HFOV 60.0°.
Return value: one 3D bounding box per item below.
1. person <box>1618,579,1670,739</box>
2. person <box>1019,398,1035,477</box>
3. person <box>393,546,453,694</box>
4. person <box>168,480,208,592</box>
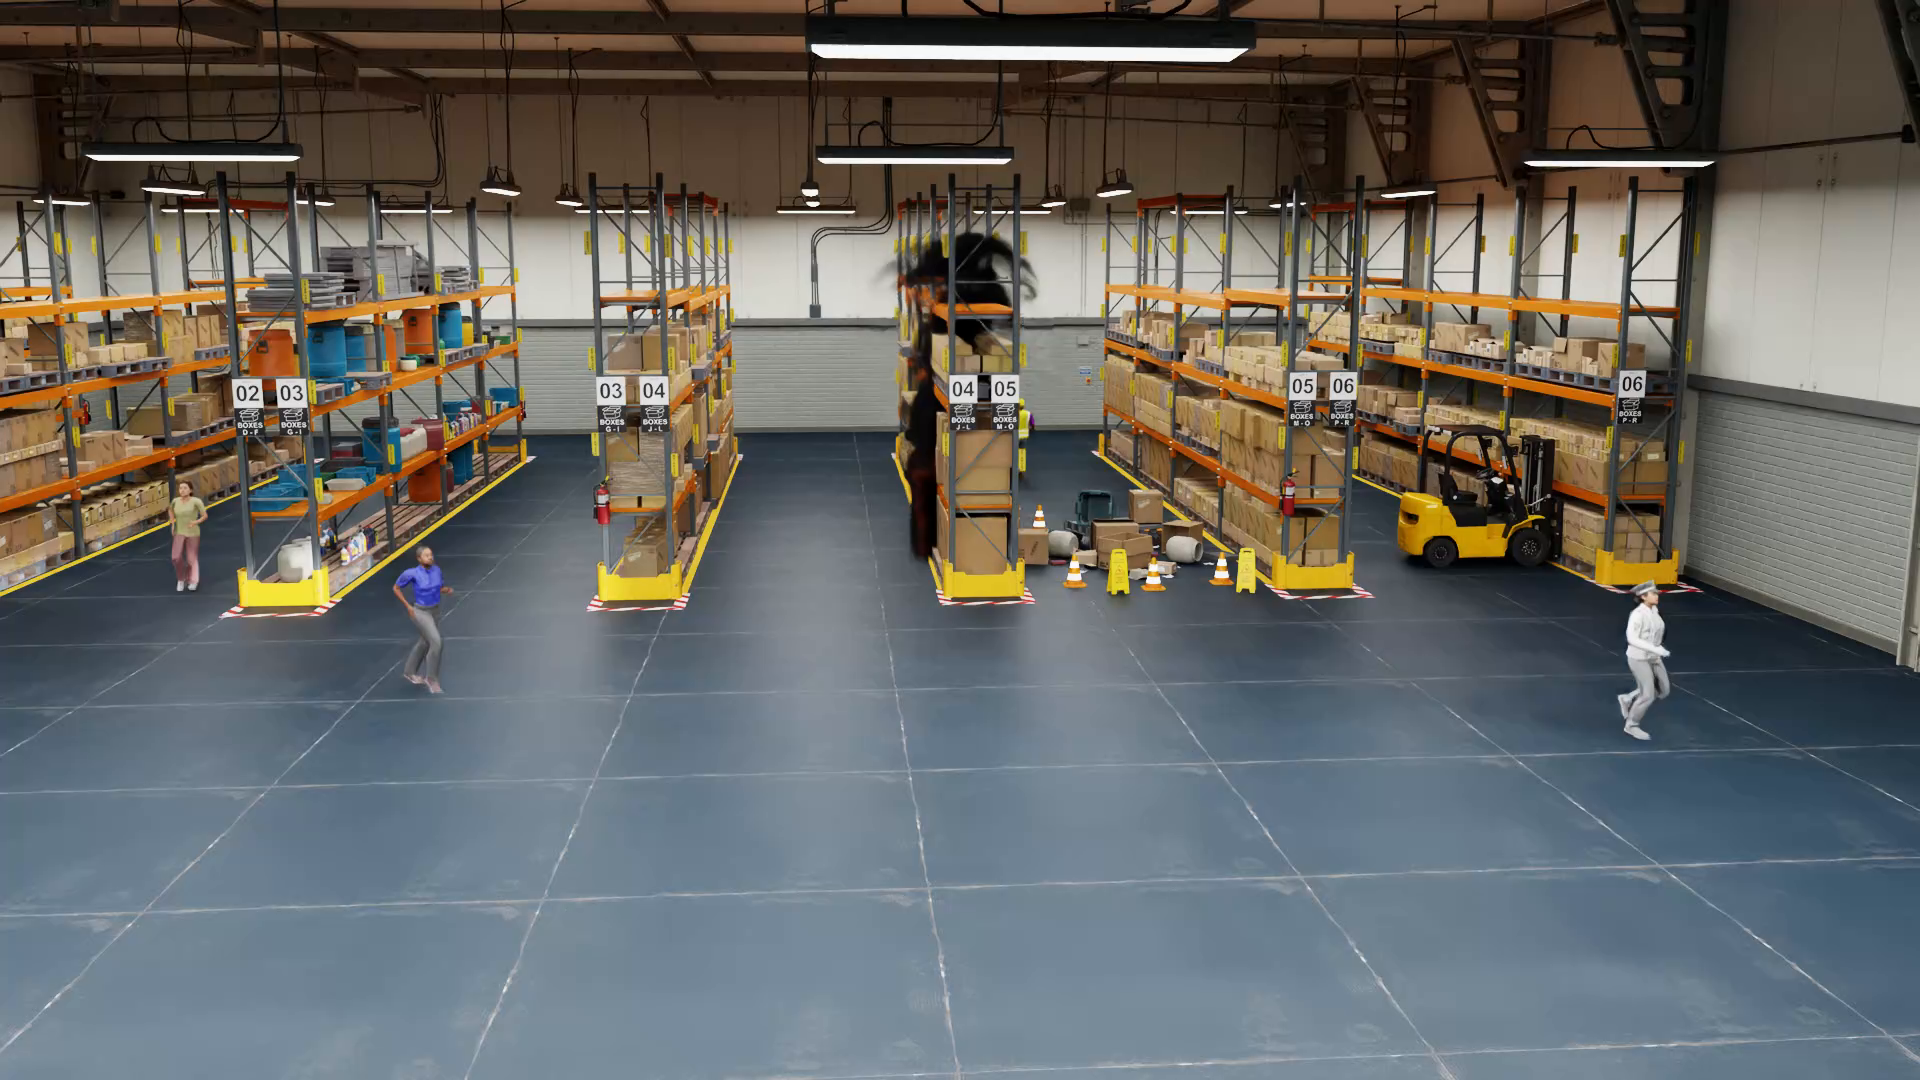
[{"bbox_3d":[7.042,1.214,17.075,0.658,1.664,0.561,-10,14,-44],"label":"person"},{"bbox_3d":[1.279,-2.269,36.546,0.690,1.721,0.582,-2,10,-12],"label":"person"},{"bbox_3d":[-6.067,0.912,18.942,0.737,1.711,0.546,5,11,25],"label":"person"},{"bbox_3d":[-11.284,-0.056,24.306,0.581,1.639,0.618,-2,10,-10],"label":"person"}]
